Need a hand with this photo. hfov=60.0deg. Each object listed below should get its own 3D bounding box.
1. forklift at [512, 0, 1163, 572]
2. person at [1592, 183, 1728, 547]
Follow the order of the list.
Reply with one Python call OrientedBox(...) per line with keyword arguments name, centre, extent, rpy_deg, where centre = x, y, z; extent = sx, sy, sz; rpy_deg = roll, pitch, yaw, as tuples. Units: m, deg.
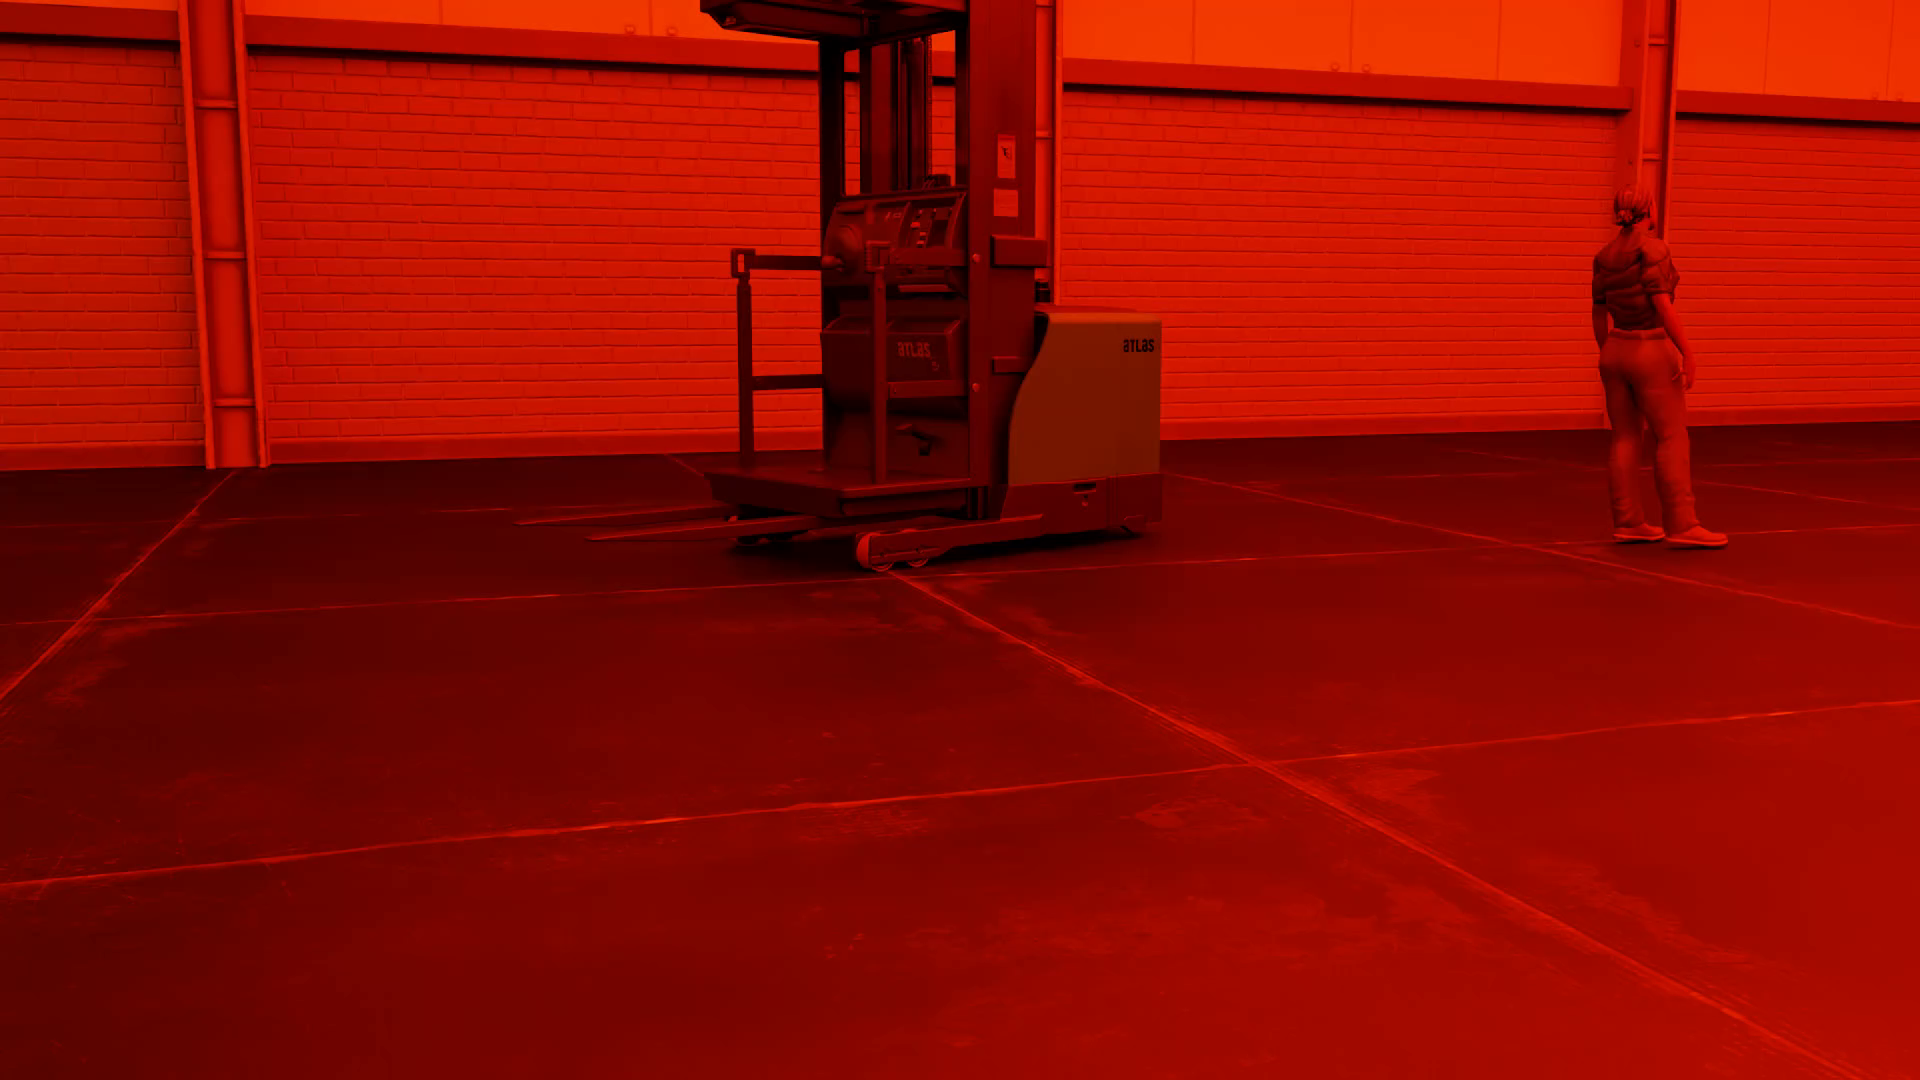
OrientedBox(name="forklift", centre=(-0.461, -1.399, 7.333), extent=(3.031, 2.935, 1.130), rpy_deg=(-7, 10, -40))
OrientedBox(name="person", centre=(3.224, -0.812, 7.702), extent=(0.504, 1.654, 0.569), rpy_deg=(-3, 8, -20))
